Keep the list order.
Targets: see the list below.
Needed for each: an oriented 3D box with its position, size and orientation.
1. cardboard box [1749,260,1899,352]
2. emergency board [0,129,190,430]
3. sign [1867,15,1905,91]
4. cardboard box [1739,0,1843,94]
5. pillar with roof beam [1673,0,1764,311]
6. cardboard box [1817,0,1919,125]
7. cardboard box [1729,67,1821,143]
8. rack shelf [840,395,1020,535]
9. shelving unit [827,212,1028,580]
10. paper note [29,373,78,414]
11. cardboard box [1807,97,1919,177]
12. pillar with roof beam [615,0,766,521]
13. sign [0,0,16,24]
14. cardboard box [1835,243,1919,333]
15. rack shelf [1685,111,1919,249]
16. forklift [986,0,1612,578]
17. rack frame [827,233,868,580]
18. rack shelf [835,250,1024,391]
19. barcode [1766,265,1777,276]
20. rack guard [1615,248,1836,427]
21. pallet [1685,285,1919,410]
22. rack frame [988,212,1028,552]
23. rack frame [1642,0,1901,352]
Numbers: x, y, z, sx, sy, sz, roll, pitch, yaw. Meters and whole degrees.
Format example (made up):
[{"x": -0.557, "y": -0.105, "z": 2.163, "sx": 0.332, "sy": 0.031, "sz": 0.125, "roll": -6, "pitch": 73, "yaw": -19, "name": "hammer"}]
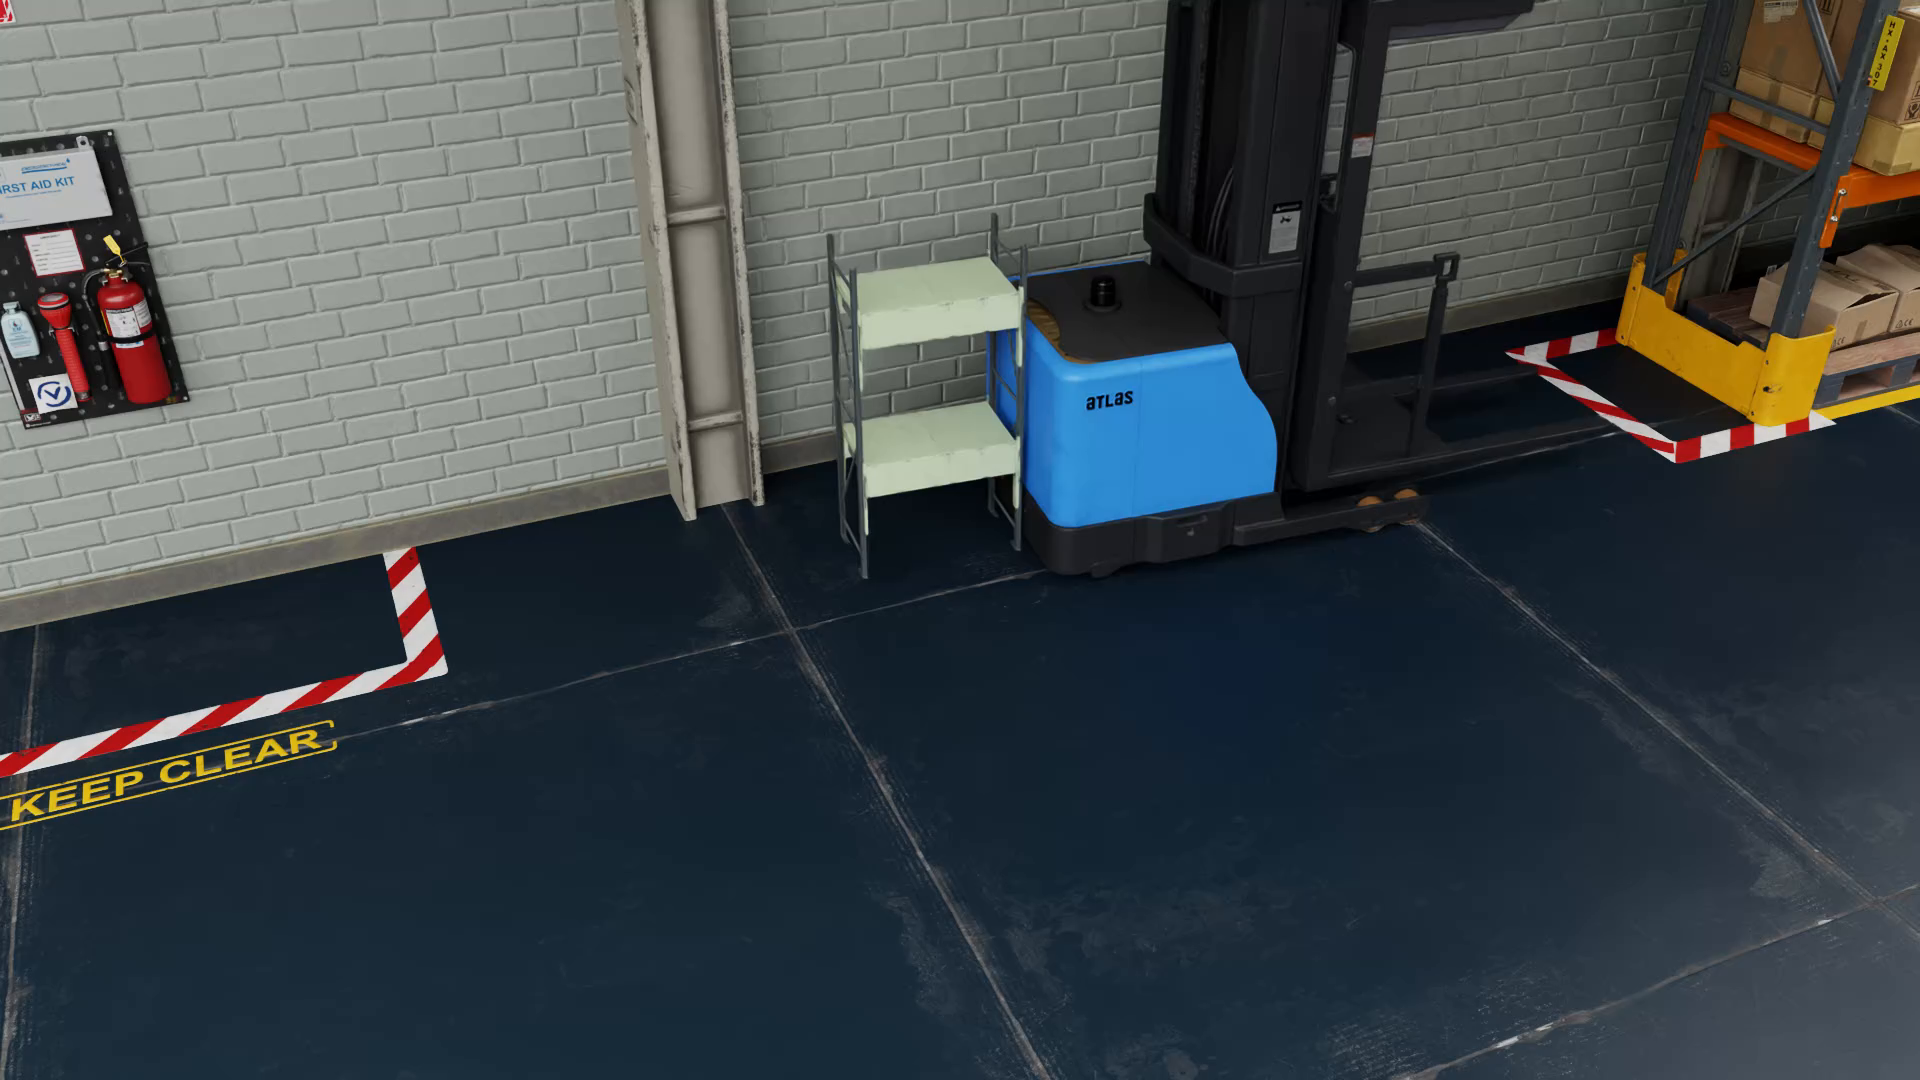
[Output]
[{"x": 4.716, "y": -1.308, "z": 9.072, "sx": 0.500, "sy": 0.311, "sz": 0.500, "roll": -17, "pitch": 37, "yaw": -24, "name": "cardboard box"}, {"x": -3.472, "y": -0.963, "z": 6.480, "sx": 0.643, "sy": 1.169, "sz": 0.194, "roll": -13, "pitch": 35, "yaw": -19, "name": "emergency board"}, {"x": 4.253, "y": -2.240, "z": 7.648, "sx": 0.005, "sy": 0.325, "sz": 0.100, "roll": -13, "pitch": 35, "yaw": -19, "name": "sign"}, {"x": 4.396, "y": -2.616, "z": 8.452, "sx": 0.500, "sy": 0.500, "sz": 0.500, "roll": -13, "pitch": 35, "yaw": -19, "name": "cardboard box"}, {"x": 6.020, "y": -3.082, "z": 4.236, "sx": 0.400, "sy": 9.000, "sz": 9.100, "roll": -13, "pitch": 35, "yaw": -19, "name": "pillar with roof beam"}, {"x": 4.600, "y": -2.359, "z": 8.057, "sx": 0.500, "sy": 0.500, "sz": 0.500, "roll": -13, "pitch": 35, "yaw": -19, "name": "cardboard box"}, {"x": 4.399, "y": -2.292, "z": 8.641, "sx": 0.500, "sy": 0.250, "sz": 0.500, "roll": -12, "pitch": 35, "yaw": -18, "name": "cardboard box"}, {"x": -0.140, "y": -0.344, "z": 7.501, "sx": 0.720, "sy": 0.370, "sz": 0.431, "roll": -10, "pitch": 34, "yaw": -15, "name": "rack shelf"}, {"x": -0.140, "y": -0.617, "z": 7.323, "sx": 0.755, "sy": 1.500, "sz": 0.431, "roll": -10, "pitch": 34, "yaw": -15, "name": "shelving unit"}, {"x": -3.662, "y": -0.591, "z": 6.716, "sx": 0.142, "sy": 0.148, "sz": 0.016, "roll": -13, "pitch": 35, "yaw": -19, "name": "paper note"}, {"x": 4.616, "y": -2.039, "z": 8.252, "sx": 0.500, "sy": 0.250, "sz": 0.500, "roll": -14, "pitch": 36, "yaw": -20, "name": "cardboard box"}, {"x": 0.488, "y": -1.816, "z": 2.289, "sx": 0.400, "sy": 9.000, "sz": 9.100, "roll": -13, "pitch": 35, "yaw": -19, "name": "pillar with roof beam"}, {"x": -3.518, "y": -1.983, "z": 5.922, "sx": 0.199, "sy": 0.298, "sz": 0.001, "roll": -13, "pitch": 35, "yaw": -19, "name": "sign"}, {"x": 5.242, "y": -1.429, "z": 9.257, "sx": 0.500, "sy": 0.311, "sz": 0.500, "roll": -10, "pitch": 34, "yaw": -15, "name": "cardboard box"}, {"x": 5.887, "y": -2.271, "z": 9.149, "sx": 4.000, "sy": 0.370, "sz": 1.077, "roll": -13, "pitch": 35, "yaw": -19, "name": "rack shelf"}, {"x": 1.686, "y": -1.528, "z": 7.411, "sx": 3.031, "sy": 2.935, "sz": 1.130, "roll": -10, "pitch": 34, "yaw": -15, "name": "forklift"}, {"x": -0.487, "y": -0.554, "z": 7.226, "sx": 0.023, "sy": 1.500, "sz": 0.400, "roll": -10, "pitch": 34, "yaw": -15, "name": "rack frame"}, {"x": -0.140, "y": -0.944, "z": 7.110, "sx": 0.720, "sy": 0.370, "sz": 0.431, "roll": -10, "pitch": 34, "yaw": -15, "name": "rack shelf"}, {"x": 4.578, "y": -1.517, "z": 9.385, "sx": 0.075, "sy": 0.075, "sz": 0.001, "roll": -13, "pitch": 35, "yaw": -19, "name": "barcode"}, {"x": 4.113, "y": -1.118, "z": 9.010, "sx": 0.348, "sy": 0.500, "sz": 1.175, "roll": -13, "pitch": 35, "yaw": -19, "name": "rack guard"}, {"x": 4.876, "y": -1.151, "z": 9.325, "sx": 1.213, "sy": 0.211, "sz": 1.003, "roll": -13, "pitch": 35, "yaw": -19, "name": "pallet"}, {"x": 0.208, "y": -0.680, "z": 7.420, "sx": 0.023, "sy": 1.500, "sz": 0.400, "roll": -10, "pitch": 34, "yaw": -15, "name": "rack frame"}, {"x": 4.043, "y": -2.150, "z": 8.304, "sx": 0.127, "sy": 3.000, "sz": 1.000, "roll": -13, "pitch": 35, "yaw": -19, "name": "rack frame"}]
